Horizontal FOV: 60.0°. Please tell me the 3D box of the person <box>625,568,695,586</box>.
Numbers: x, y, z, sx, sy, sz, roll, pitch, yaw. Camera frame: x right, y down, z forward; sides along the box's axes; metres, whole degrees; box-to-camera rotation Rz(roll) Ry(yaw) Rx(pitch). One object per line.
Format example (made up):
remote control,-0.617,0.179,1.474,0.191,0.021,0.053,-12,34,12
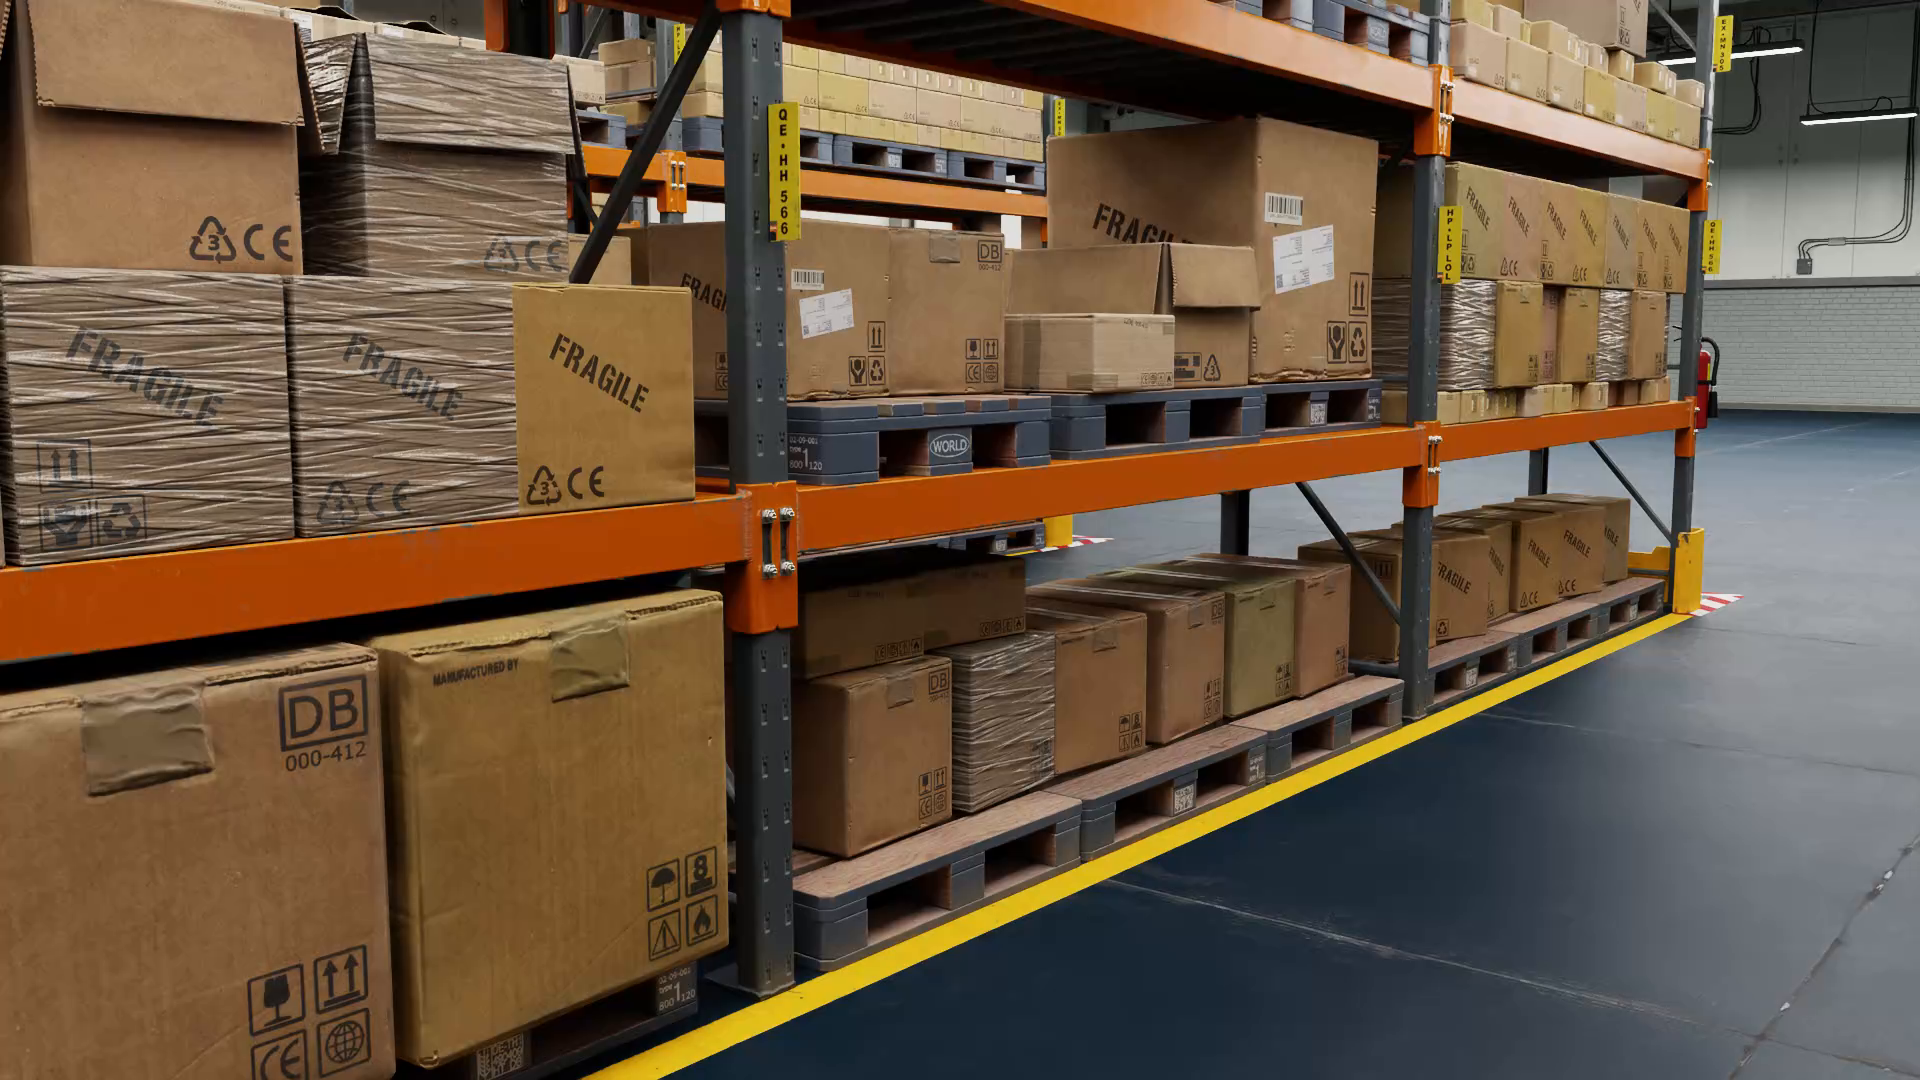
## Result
person,-1.538,0.077,7.953,0.638,1.311,0.462,6,9,39
